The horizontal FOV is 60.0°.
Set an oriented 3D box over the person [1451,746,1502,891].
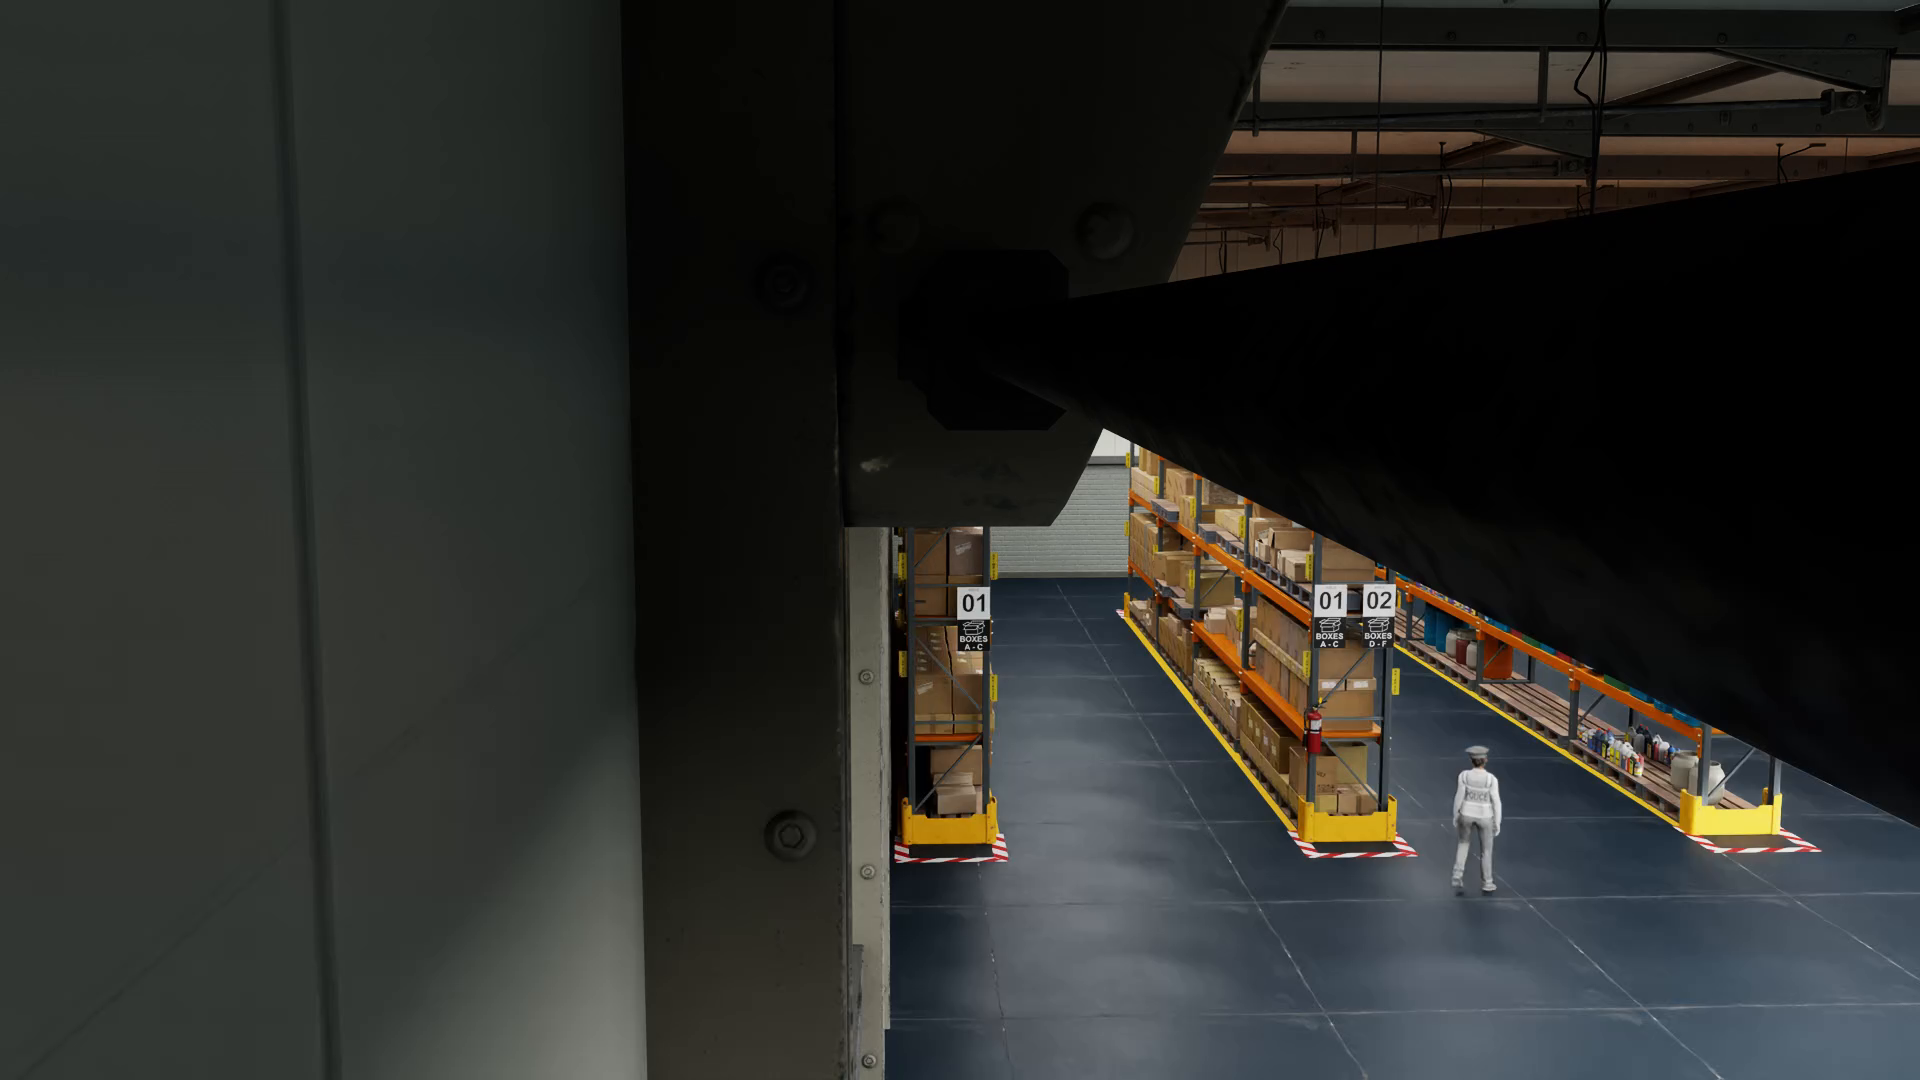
[{"bbox_3d":[5.803,3.139,18.652,0.539,1.676,0.553,4,8,30],"label":"person"}]
